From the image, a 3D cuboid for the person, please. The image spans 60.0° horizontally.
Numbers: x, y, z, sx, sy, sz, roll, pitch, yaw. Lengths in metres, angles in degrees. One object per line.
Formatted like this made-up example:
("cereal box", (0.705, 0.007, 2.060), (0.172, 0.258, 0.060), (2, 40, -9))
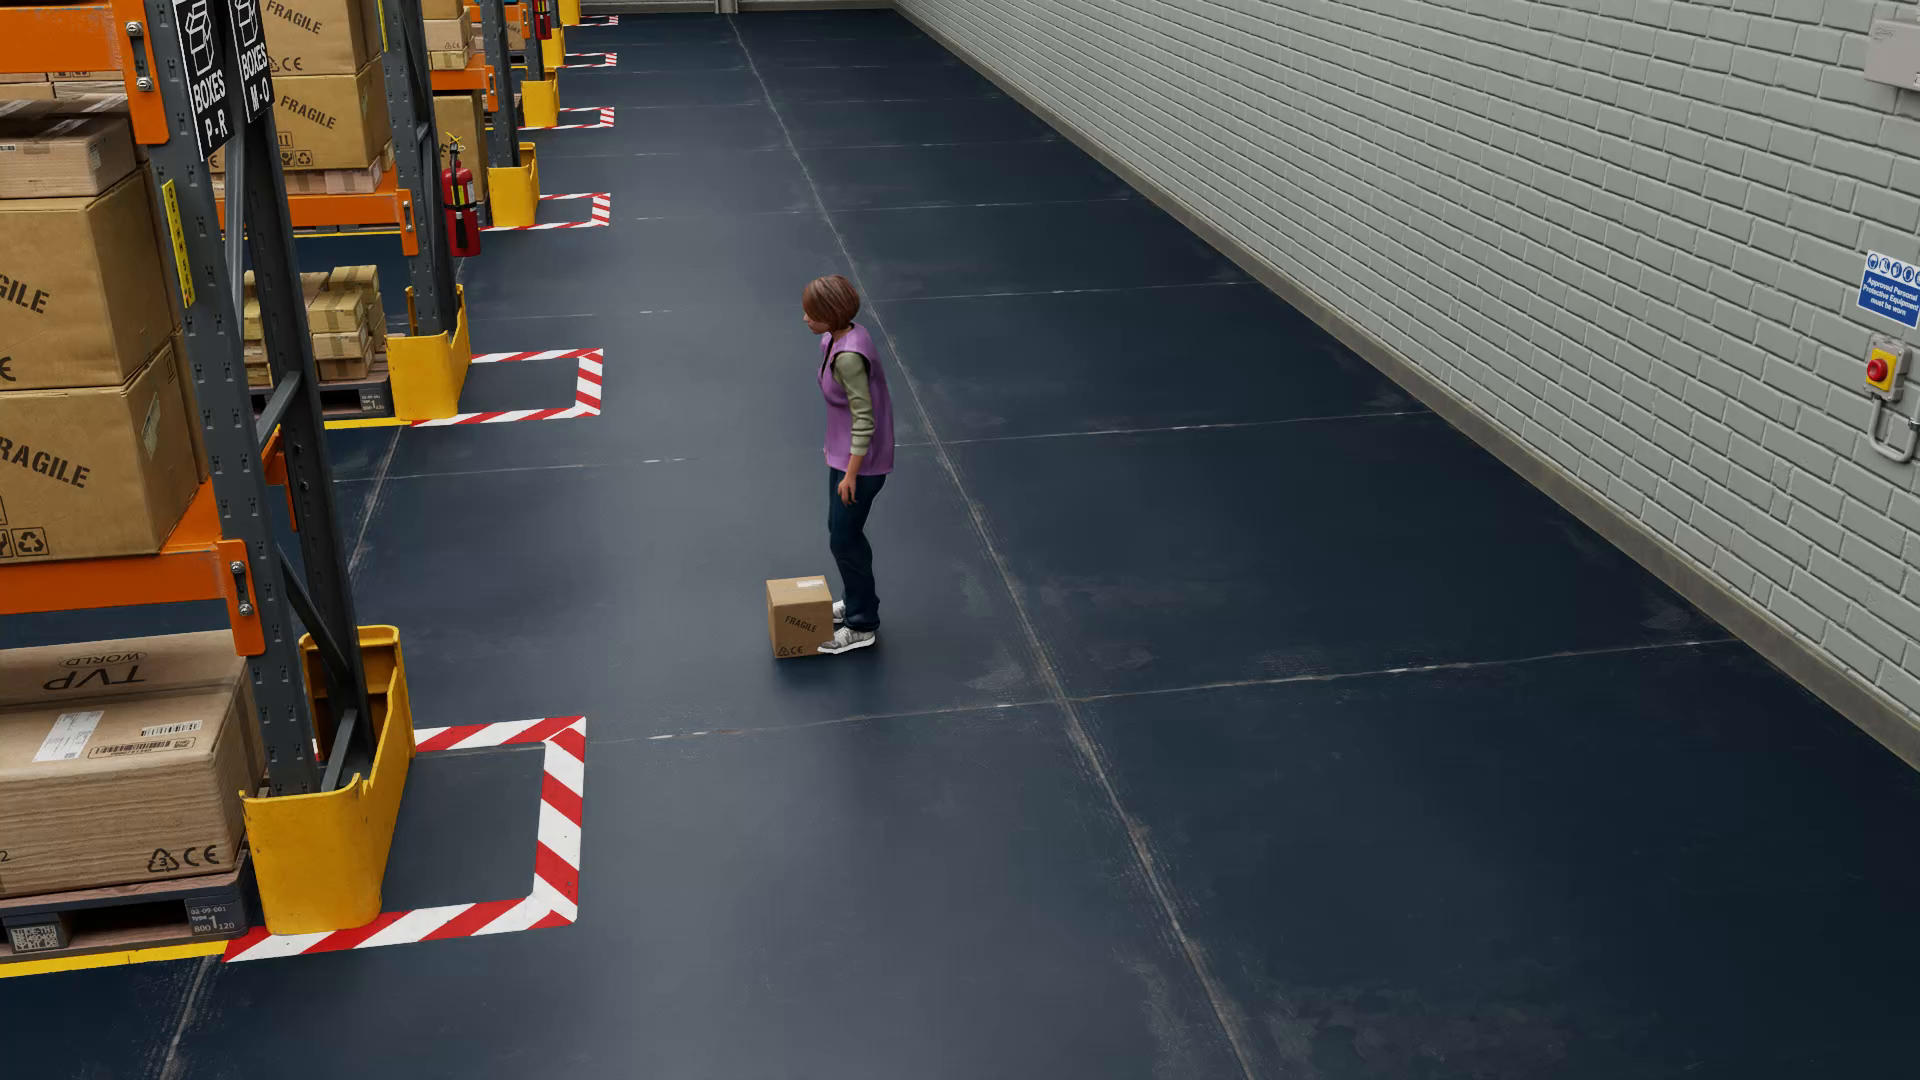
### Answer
("person", (-0.458, -0.302, 6.826), (0.365, 1.574, 0.465), (-4, 24, -10))
